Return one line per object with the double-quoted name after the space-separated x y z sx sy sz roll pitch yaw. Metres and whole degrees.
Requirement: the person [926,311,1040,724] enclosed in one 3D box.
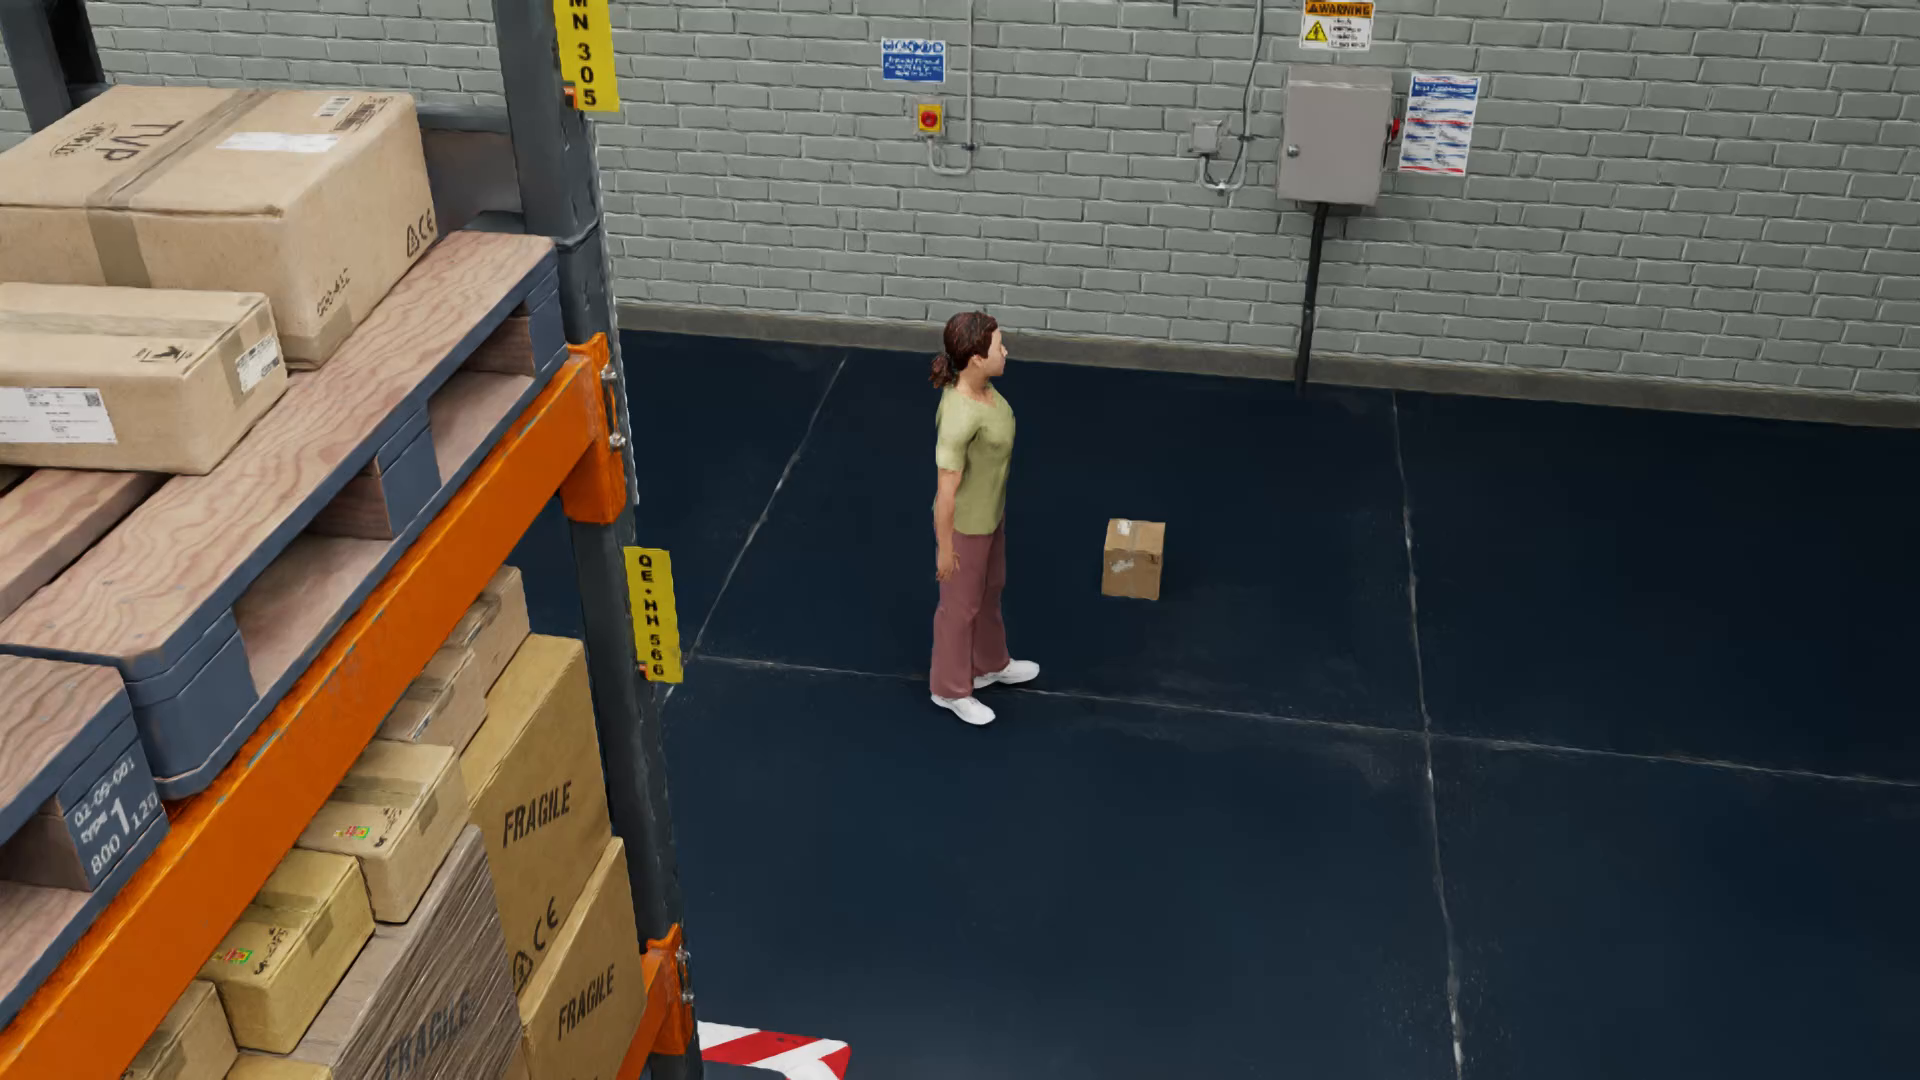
0.088 0.034 6.286 0.423 1.421 0.537 6 33 9 "person"
